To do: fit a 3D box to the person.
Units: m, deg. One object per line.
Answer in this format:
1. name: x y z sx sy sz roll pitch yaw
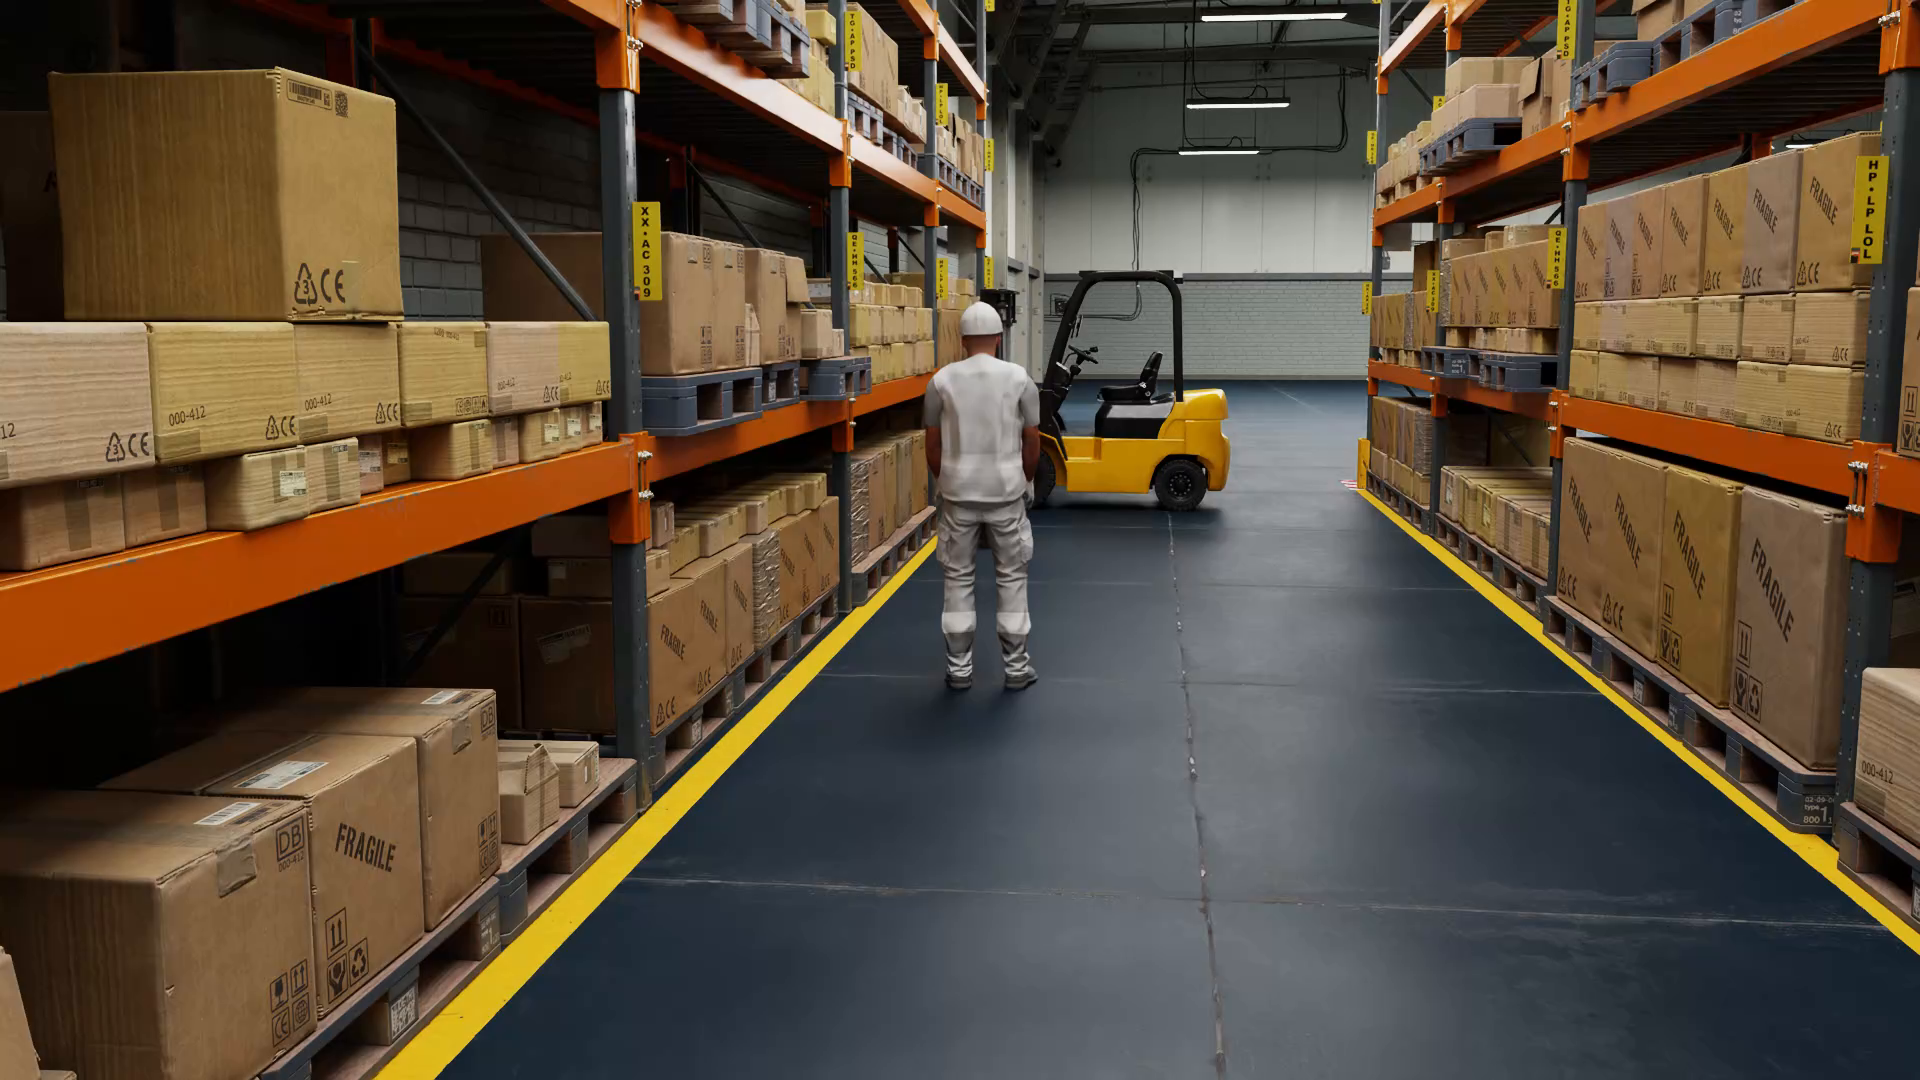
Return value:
1. person: 0.102 -0.202 7.732 0.539 1.790 0.437 1 8 4
